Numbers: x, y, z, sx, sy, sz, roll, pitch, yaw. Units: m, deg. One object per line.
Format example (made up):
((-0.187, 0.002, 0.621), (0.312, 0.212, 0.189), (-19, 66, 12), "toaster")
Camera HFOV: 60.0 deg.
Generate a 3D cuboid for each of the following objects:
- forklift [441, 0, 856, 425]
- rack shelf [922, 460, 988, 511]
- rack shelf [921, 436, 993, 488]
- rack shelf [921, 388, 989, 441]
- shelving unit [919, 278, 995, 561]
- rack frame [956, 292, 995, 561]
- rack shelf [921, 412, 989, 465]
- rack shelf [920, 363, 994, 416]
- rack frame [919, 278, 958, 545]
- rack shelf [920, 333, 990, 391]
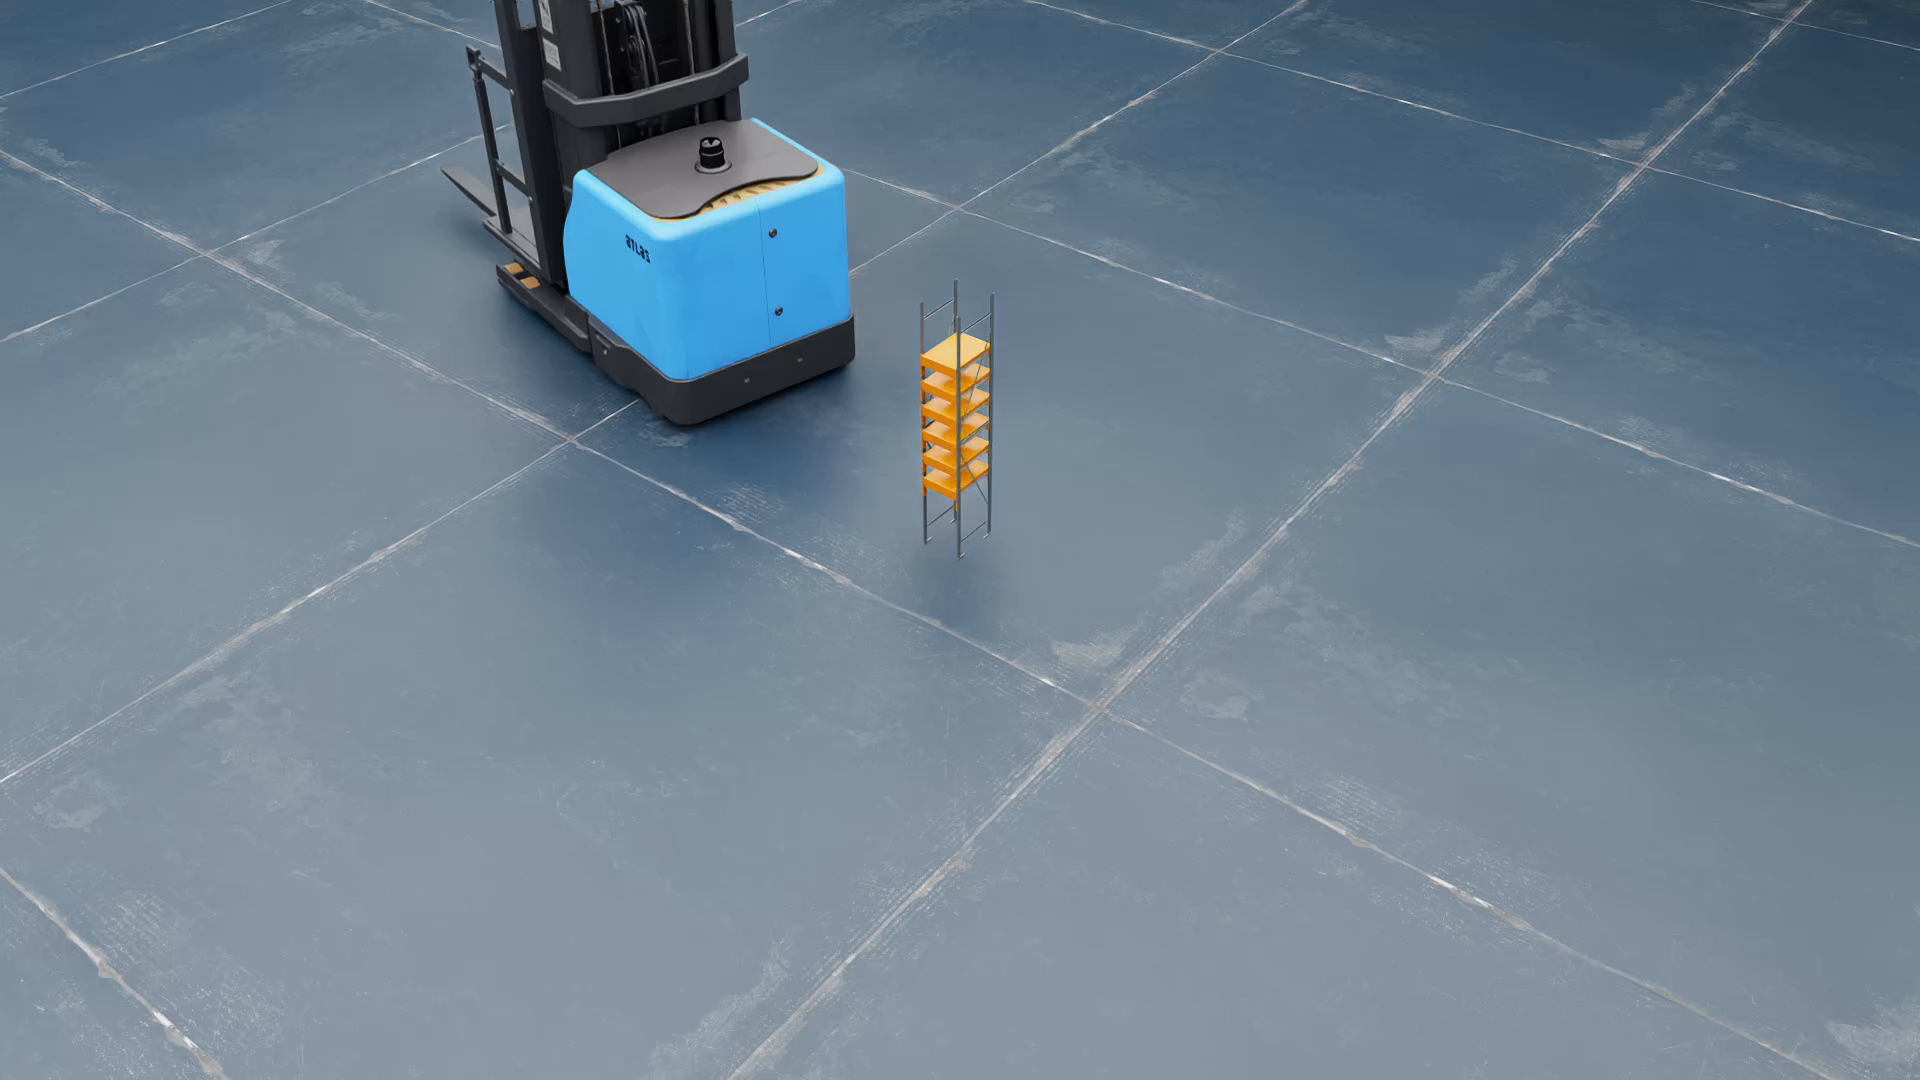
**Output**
((-1.826, -2.548, 8.126), (1.130, 2.935, 3.031), (-26, 45, -29), "forklift")
((-0.011, -0.254, 7.062), (0.180, 0.103, 0.258), (25, 45, 29), "rack shelf")
((-0.011, -0.348, 6.988), (0.180, 0.103, 0.258), (25, 45, 29), "rack shelf")
((-0.012, -0.537, 6.840), (0.180, 0.103, 0.258), (25, 45, 29), "rack shelf")
((-0.012, -0.478, 6.887), (0.189, 1.200, 0.258), (25, 45, 29), "shelving unit")
((0.061, -0.444, 6.843), (0.006, 1.200, 0.240), (25, 45, 29), "rack frame")
((-0.012, -0.443, 6.914), (0.180, 0.103, 0.258), (25, 45, 29), "rack shelf")
((-0.012, -0.632, 6.766), (0.180, 0.103, 0.258), (25, 45, 29), "rack shelf")
((-0.084, -0.512, 6.931), (0.006, 1.200, 0.240), (25, 45, 29), "rack frame")
((-0.012, -0.726, 6.693), (0.180, 0.103, 0.258), (25, 45, 29), "rack shelf")
